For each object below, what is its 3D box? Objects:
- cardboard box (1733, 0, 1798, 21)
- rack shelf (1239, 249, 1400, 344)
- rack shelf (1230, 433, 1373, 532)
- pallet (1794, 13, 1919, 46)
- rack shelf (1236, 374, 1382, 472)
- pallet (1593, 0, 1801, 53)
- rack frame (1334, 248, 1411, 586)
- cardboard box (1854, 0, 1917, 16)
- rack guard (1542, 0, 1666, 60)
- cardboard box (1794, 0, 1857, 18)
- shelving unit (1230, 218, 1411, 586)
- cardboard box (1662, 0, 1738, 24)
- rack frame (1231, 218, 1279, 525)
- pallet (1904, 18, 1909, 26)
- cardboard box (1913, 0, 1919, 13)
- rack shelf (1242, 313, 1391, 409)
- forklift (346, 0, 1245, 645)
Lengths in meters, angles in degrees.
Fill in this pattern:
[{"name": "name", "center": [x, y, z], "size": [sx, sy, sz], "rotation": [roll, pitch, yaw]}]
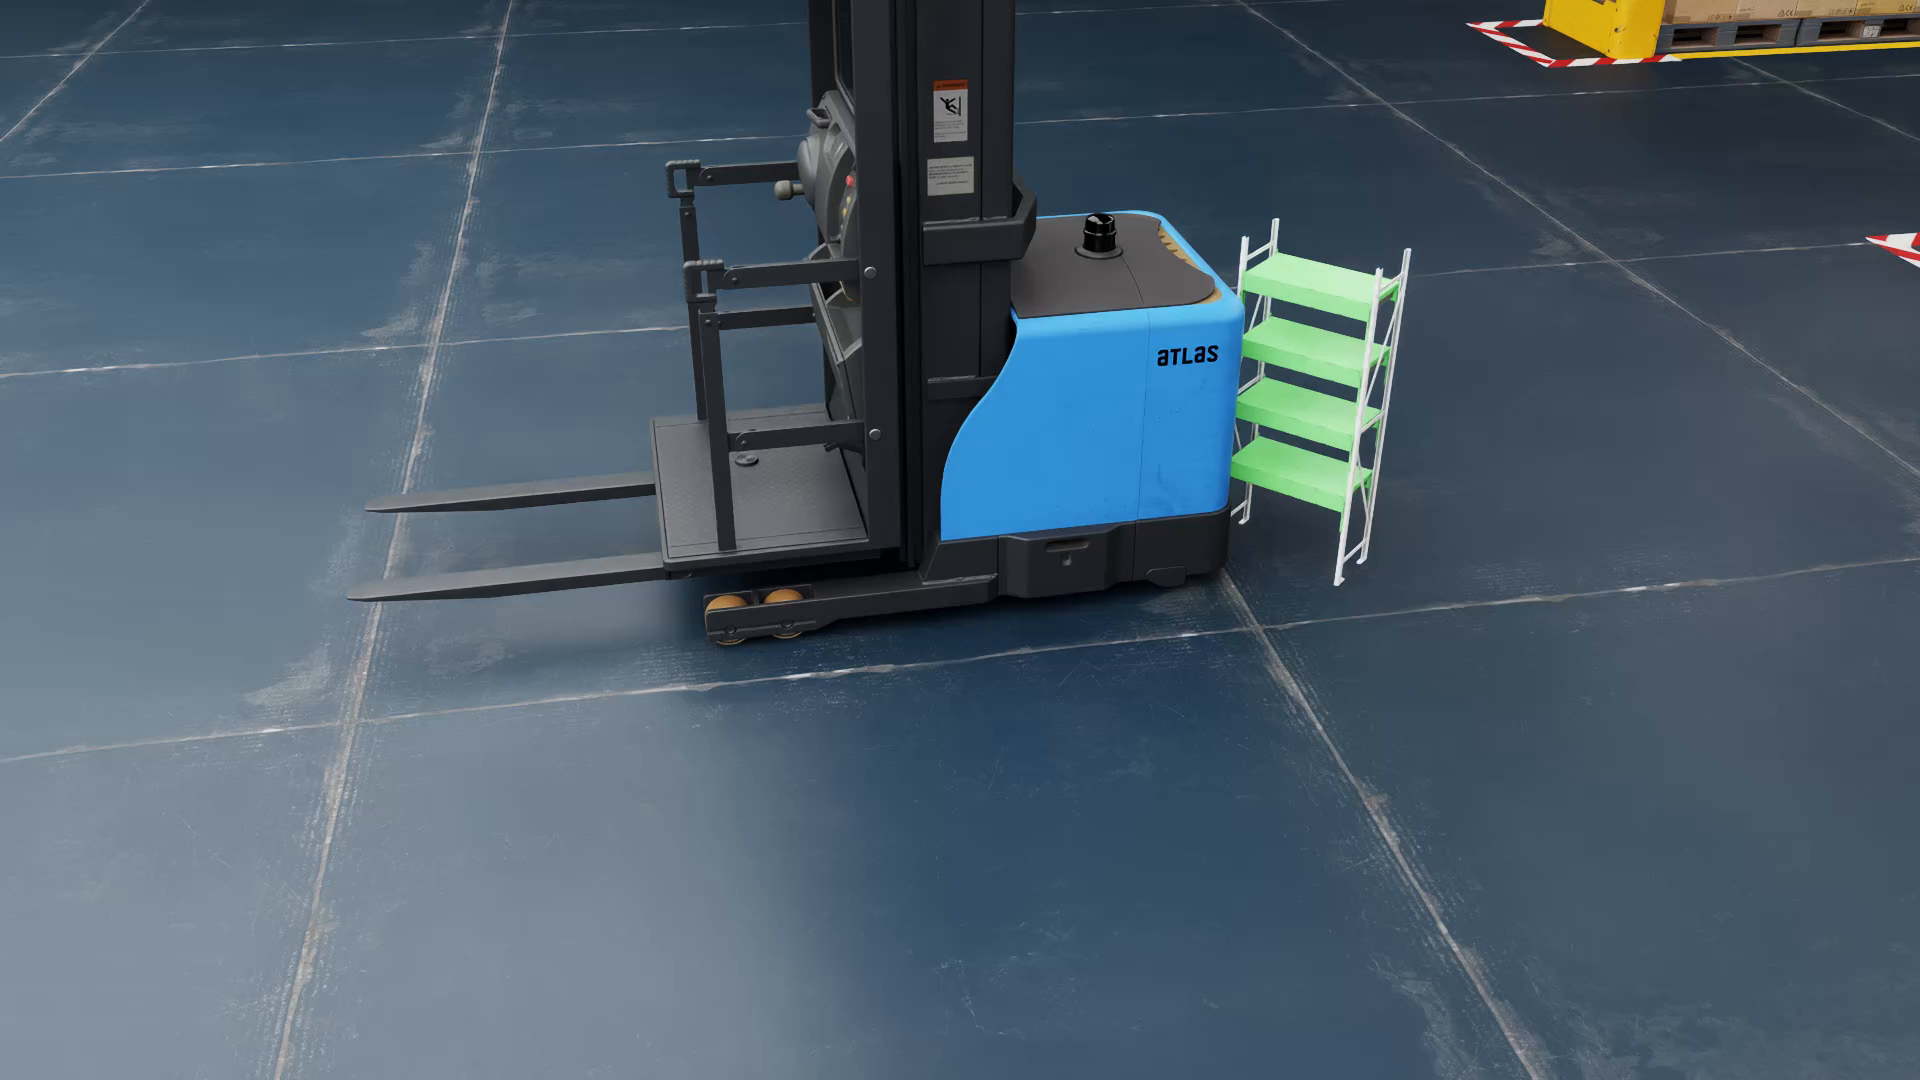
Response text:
[{"name": "cardboard box", "center": [5.980, -4.129, 12.611], "size": [0.500, 0.250, 0.500], "rotation": [-5, 31, -9]}, {"name": "rack shelf", "center": [1.227, -0.835, 5.666], "size": [0.480, 0.148, 0.258], "rotation": [21, 36, 31]}, {"name": "rack shelf", "center": [1.227, -0.215, 6.031], "size": [0.480, 0.148, 0.258], "rotation": [21, 36, 31]}, {"name": "pallet", "center": [6.864, -4.146, 13.092], "size": [1.213, 0.211, 1.003], "rotation": [-5, 31, -9]}, {"name": "rack shelf", "center": [1.227, -0.422, 5.909], "size": [0.480, 0.148, 0.258], "rotation": [21, 36, 31]}, {"name": "pallet", "center": [5.666, -4.036, 12.906], "size": [1.213, 0.211, 1.003], "rotation": [-5, 31, -9]}, {"name": "rack frame", "center": [1.422, -0.402, 5.750], "size": [0.015, 1.200, 0.240], "rotation": [21, 36, 31]}, {"name": "cardboard box", "center": [6.965, -4.217, 12.762], "size": [0.500, 0.250, 0.500], "rotation": [-5, 31, -9]}, {"name": "rack guard", "center": [4.898, -4.068, 12.675], "size": [0.348, 0.500, 1.175], "rotation": [-5, 31, -9]}, {"name": "cardboard box", "center": [6.472, -4.174, 12.688], "size": [0.500, 0.250, 0.500], "rotation": [-5, 31, -9]}, {"name": "shelving unit", "center": [1.227, -0.477, 5.877], "size": [0.503, 1.200, 0.258], "rotation": [21, 36, 31]}, {"name": "cardboard box", "center": [5.489, -4.081, 12.530], "size": [0.500, 0.250, 0.500], "rotation": [-5, 31, -9]}, {"name": "rack frame", "center": [1.032, -0.551, 6.003], "size": [0.015, 1.200, 0.240], "rotation": [21, 36, 31]}, {"name": "pallet", "center": [8.066, -4.259, 13.285], "size": [1.213, 0.211, 1.003], "rotation": [-5, 31, -9]}, {"name": "cardboard box", "center": [7.456, -4.263, 12.840], "size": [0.500, 0.250, 0.500], "rotation": [-5, 31, -9]}, {"name": "rack shelf", "center": [1.227, -0.628, 5.788], "size": [0.480, 0.148, 0.258], "rotation": [21, 36, 31]}, {"name": "forklift", "center": [-0.610, -1.199, 5.398], "size": [3.031, 2.935, 1.130], "rotation": [-6, 31, -10]}]
